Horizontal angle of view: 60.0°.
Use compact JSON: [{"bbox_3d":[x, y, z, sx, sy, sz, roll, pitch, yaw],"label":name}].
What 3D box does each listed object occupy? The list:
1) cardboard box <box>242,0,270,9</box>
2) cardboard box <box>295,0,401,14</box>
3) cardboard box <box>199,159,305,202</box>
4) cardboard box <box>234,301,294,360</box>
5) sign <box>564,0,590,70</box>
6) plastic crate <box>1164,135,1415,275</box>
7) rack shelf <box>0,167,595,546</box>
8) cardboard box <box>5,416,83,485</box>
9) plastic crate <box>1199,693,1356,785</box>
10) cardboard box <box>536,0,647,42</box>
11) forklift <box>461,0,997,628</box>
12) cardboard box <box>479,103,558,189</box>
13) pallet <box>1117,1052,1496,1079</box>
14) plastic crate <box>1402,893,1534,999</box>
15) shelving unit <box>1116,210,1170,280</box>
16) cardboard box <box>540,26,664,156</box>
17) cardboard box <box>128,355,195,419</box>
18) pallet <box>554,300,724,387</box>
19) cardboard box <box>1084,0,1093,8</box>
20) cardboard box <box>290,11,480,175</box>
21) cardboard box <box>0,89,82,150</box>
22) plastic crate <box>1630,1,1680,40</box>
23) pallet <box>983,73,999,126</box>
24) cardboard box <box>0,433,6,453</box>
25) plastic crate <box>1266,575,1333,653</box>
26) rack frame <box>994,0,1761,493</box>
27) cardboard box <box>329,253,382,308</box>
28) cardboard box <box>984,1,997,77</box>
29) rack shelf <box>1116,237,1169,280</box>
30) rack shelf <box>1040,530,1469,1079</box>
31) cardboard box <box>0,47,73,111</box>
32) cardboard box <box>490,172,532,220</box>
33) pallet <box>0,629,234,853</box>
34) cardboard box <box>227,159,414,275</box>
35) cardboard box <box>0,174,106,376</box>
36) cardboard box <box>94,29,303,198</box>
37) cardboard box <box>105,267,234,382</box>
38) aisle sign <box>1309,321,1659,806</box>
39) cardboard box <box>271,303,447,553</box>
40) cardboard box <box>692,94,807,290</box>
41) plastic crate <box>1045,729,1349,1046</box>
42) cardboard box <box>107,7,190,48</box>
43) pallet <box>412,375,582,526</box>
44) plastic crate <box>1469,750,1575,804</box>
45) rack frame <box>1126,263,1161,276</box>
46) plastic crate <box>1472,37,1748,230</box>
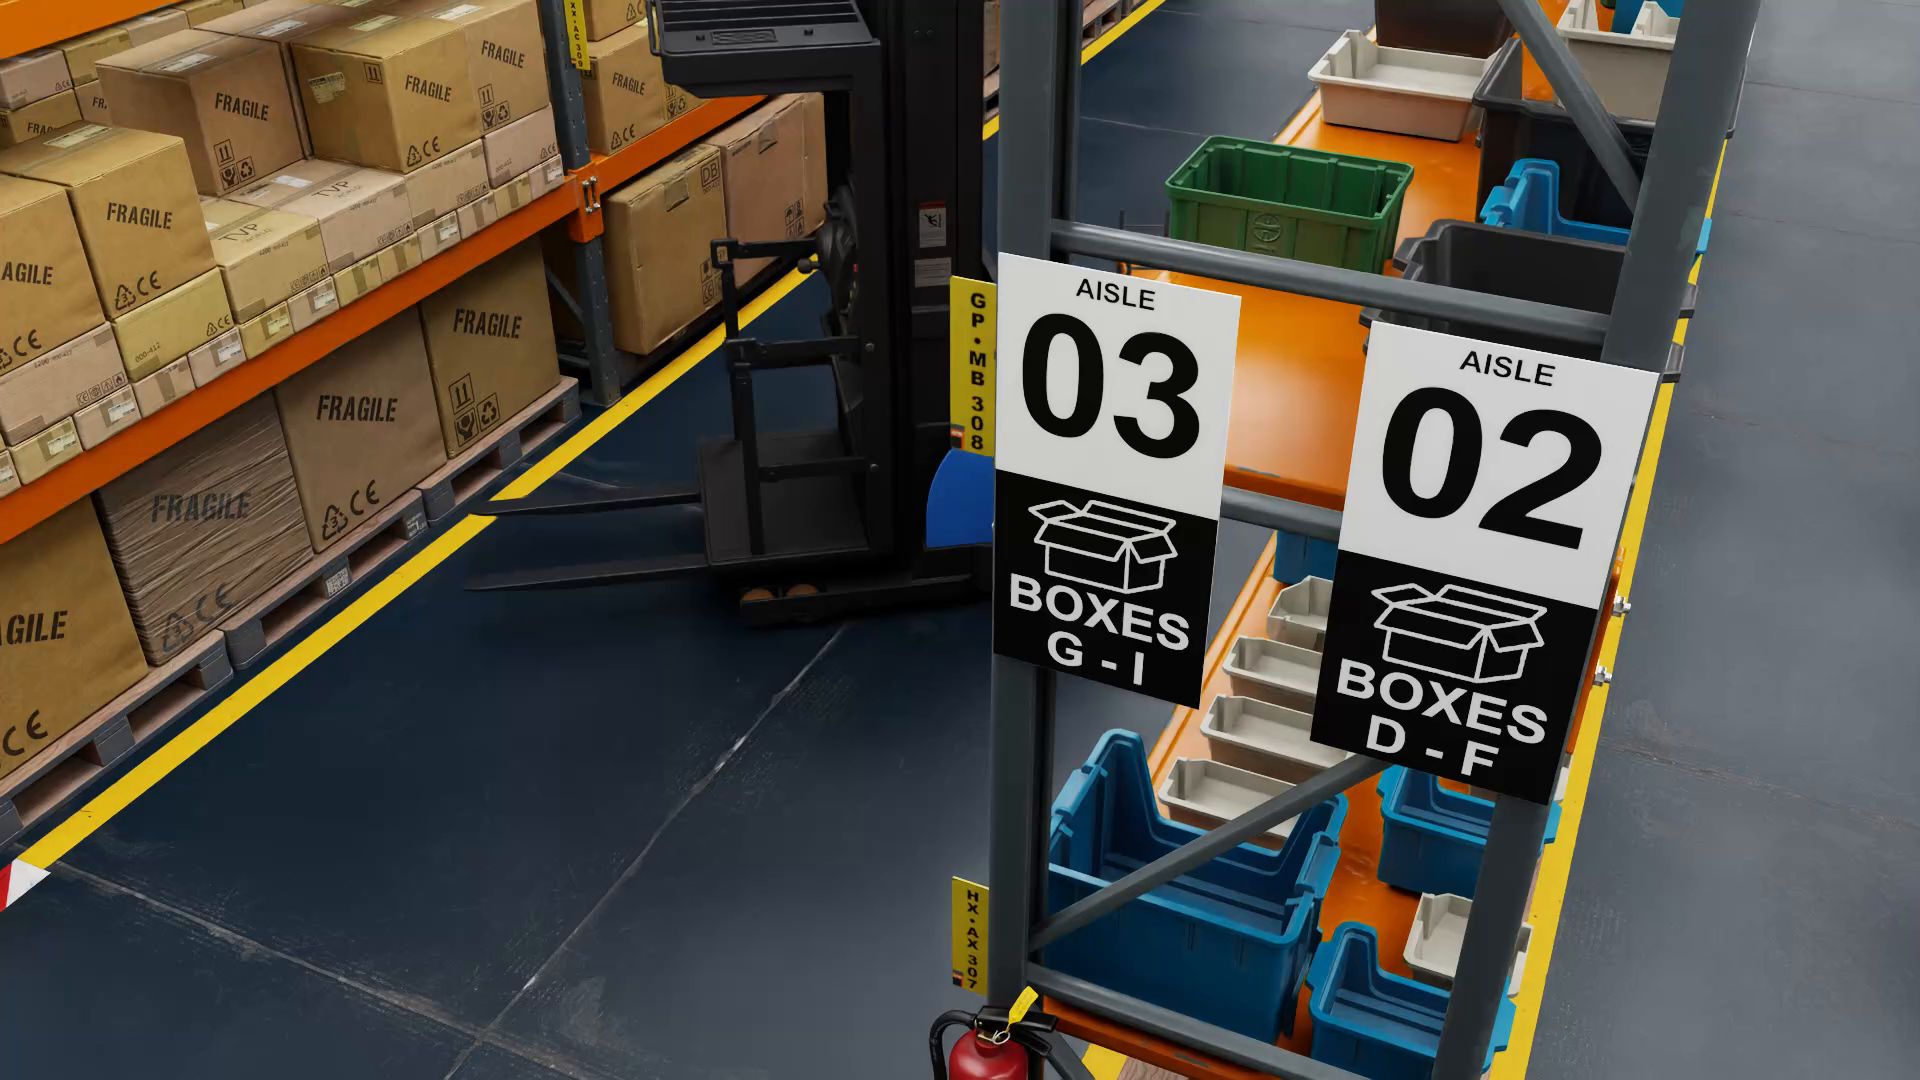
[{"bbox_3d":[-5.327,-4.057,12.415,0.500,0.250,0.500,15,36,21],"label":"cardboard box"},{"bbox_3d":[-2.721,-2.283,7.678,0.500,0.500,0.500,14,36,20],"label":"cardboard box"},{"bbox_3d":[-3.147,-1.470,7.121,0.500,0.250,0.500,15,36,22],"label":"cardboard box"},{"bbox_3d":[-2.872,-0.858,6.552,0.380,0.149,0.250,13,36,19],"label":"cardboard box"},{"bbox_3d":[-1.784,-2.356,7.746,0.100,0.325,0.005,14,36,20],"label":"sign"},{"bbox_3d":[0.690,-0.682,3.512,0.450,0.188,0.336,14,36,20],"label":"plastic crate"},{"bbox_3d":[-3.126,-0.791,6.877,1.077,0.370,4.000,14,36,20],"label":"rack shelf"},{"bbox_3d":[-3.301,-0.347,5.773,0.380,0.149,0.250,13,36,19],"label":"cardboard box"},{"bbox_3d":[0.847,0.537,4.381,0.396,0.136,0.243,14,36,20],"label":"plastic crate"},{"bbox_3d":[-2.029,-2.869,8.384,0.797,0.503,0.637,13,36,19],"label":"cardboard box"},{"bbox_3d":[-0.680,-1.161,6.848,3.031,2.935,1.130,-6,34,-9],"label":"forklift"},{"bbox_3d":[-2.235,-1.869,7.731,0.500,0.250,0.500,14,36,20],"label":"cardboard box"},{"bbox_3d":[0.917,1.805,4.805,1.003,0.211,1.213,14,36,20],"label":"pallet"},{"bbox_3d":[1.148,0.938,3.770,0.250,0.136,0.298,14,36,20],"label":"plastic crate"},{"bbox_3d":[0.885,-0.945,8.097,0.258,1.200,0.503,0,33,0],"label":"shelving unit"},{"bbox_3d":[-1.869,-2.301,8.433,0.500,0.500,0.500,14,36,21],"label":"cardboard box"},{"bbox_3d":[-3.086,-0.604,6.164,0.380,0.149,0.250,13,36,20],"label":"cardboard box"},{"bbox_3d":[-2.034,-1.323,9.575,1.003,0.211,1.213,14,36,20],"label":"pallet"},{"bbox_3d":[0.782,-4.910,14.381,0.700,0.500,0.500,11,35,17],"label":"cardboard box"},{"bbox_3d":[-2.452,-1.924,7.130,0.500,0.500,0.500,15,36,21],"label":"cardboard box"},{"bbox_3d":[-6.201,-2.713,11.049,0.500,0.500,0.500,16,36,22],"label":"cardboard box"},{"bbox_3d":[2.023,-1.375,4.616,0.293,0.136,0.466,14,36,20],"label":"plastic crate"},{"bbox_3d":[-0.287,-3.303,12.594,1.003,0.211,1.213,14,36,20],"label":"pallet"},{"bbox_3d":[-3.516,-0.334,5.390,0.500,0.250,0.500,13,36,19],"label":"cardboard box"},{"bbox_3d":[1.049,0.241,4.832,0.298,0.136,0.250,14,36,20],"label":"plastic crate"},{"bbox_3d":[0.536,-1.468,1.782,1.000,3.000,0.127,14,36,20],"label":"rack frame"},{"bbox_3d":[-2.656,-1.116,6.945,0.380,0.149,0.250,14,36,20],"label":"cardboard box"},{"bbox_3d":[-0.133,-3.836,12.743,0.700,0.500,0.500,11,35,17],"label":"cardboard box"},{"bbox_3d":[0.885,-1.274,7.882,0.258,0.148,0.480,0,33,0],"label":"rack shelf"},{"bbox_3d":[1.373,0.345,5.144,1.077,0.370,4.000,14,36,20],"label":"rack shelf"},{"bbox_3d":[-6.202,-3.027,10.844,0.500,0.250,0.500,13,35,18],"label":"cardboard box"},{"bbox_3d":[-2.226,-1.627,7.725,0.380,0.149,0.250,15,36,21],"label":"cardboard box"},{"bbox_3d":[-3.699,0.654,6.560,1.003,0.211,1.213,14,36,20],"label":"pallet"},{"bbox_3d":[-2.663,-1.357,6.949,0.500,0.250,0.500,15,36,21],"label":"cardboard box"},{"bbox_3d":[-3.307,-0.897,5.564,0.500,0.500,0.500,13,36,19],"label":"cardboard box"},{"bbox_3d":[-3.148,-1.779,6.910,0.500,0.500,0.500,13,35,19],"label":"cardboard box"},{"bbox_3d":[-3.091,-0.844,6.167,0.500,0.250,0.500,13,35,19],"label":"cardboard box"},{"bbox_3d":[0.776,0.058,2.556,0.394,0.787,0.004,14,36,20],"label":"aisle sign"},{"bbox_3d":[-3.014,-0.616,7.509,0.875,0.875,0.875,14,36,20],"label":"cardboard box"},{"bbox_3d":[-1.666,-2.143,9.838,1.225,0.875,0.875,13,35,19],"label":"cardboard box"},{"bbox_3d":[0.507,0.791,3.721,0.616,0.435,0.499,14,36,20],"label":"plastic crate"},{"bbox_3d":[-5.764,-3.546,11.635,0.500,0.250,0.500,16,36,22],"label":"cardboard box"},{"bbox_3d":[-2.678,-0.561,8.413,1.003,0.211,1.213,14,36,20],"label":"pallet"},{"bbox_3d":[1.432,0.600,4.285,0.250,0.136,0.298,14,36,20],"label":"plastic crate"},{"bbox_3d":[0.884,-0.812,7.893,0.240,1.200,0.015,0,33,0],"label":"rack frame"},{"bbox_3d":[1.425,-0.886,3.686,0.504,0.338,0.767,14,36,20],"label":"plastic crate"}]
